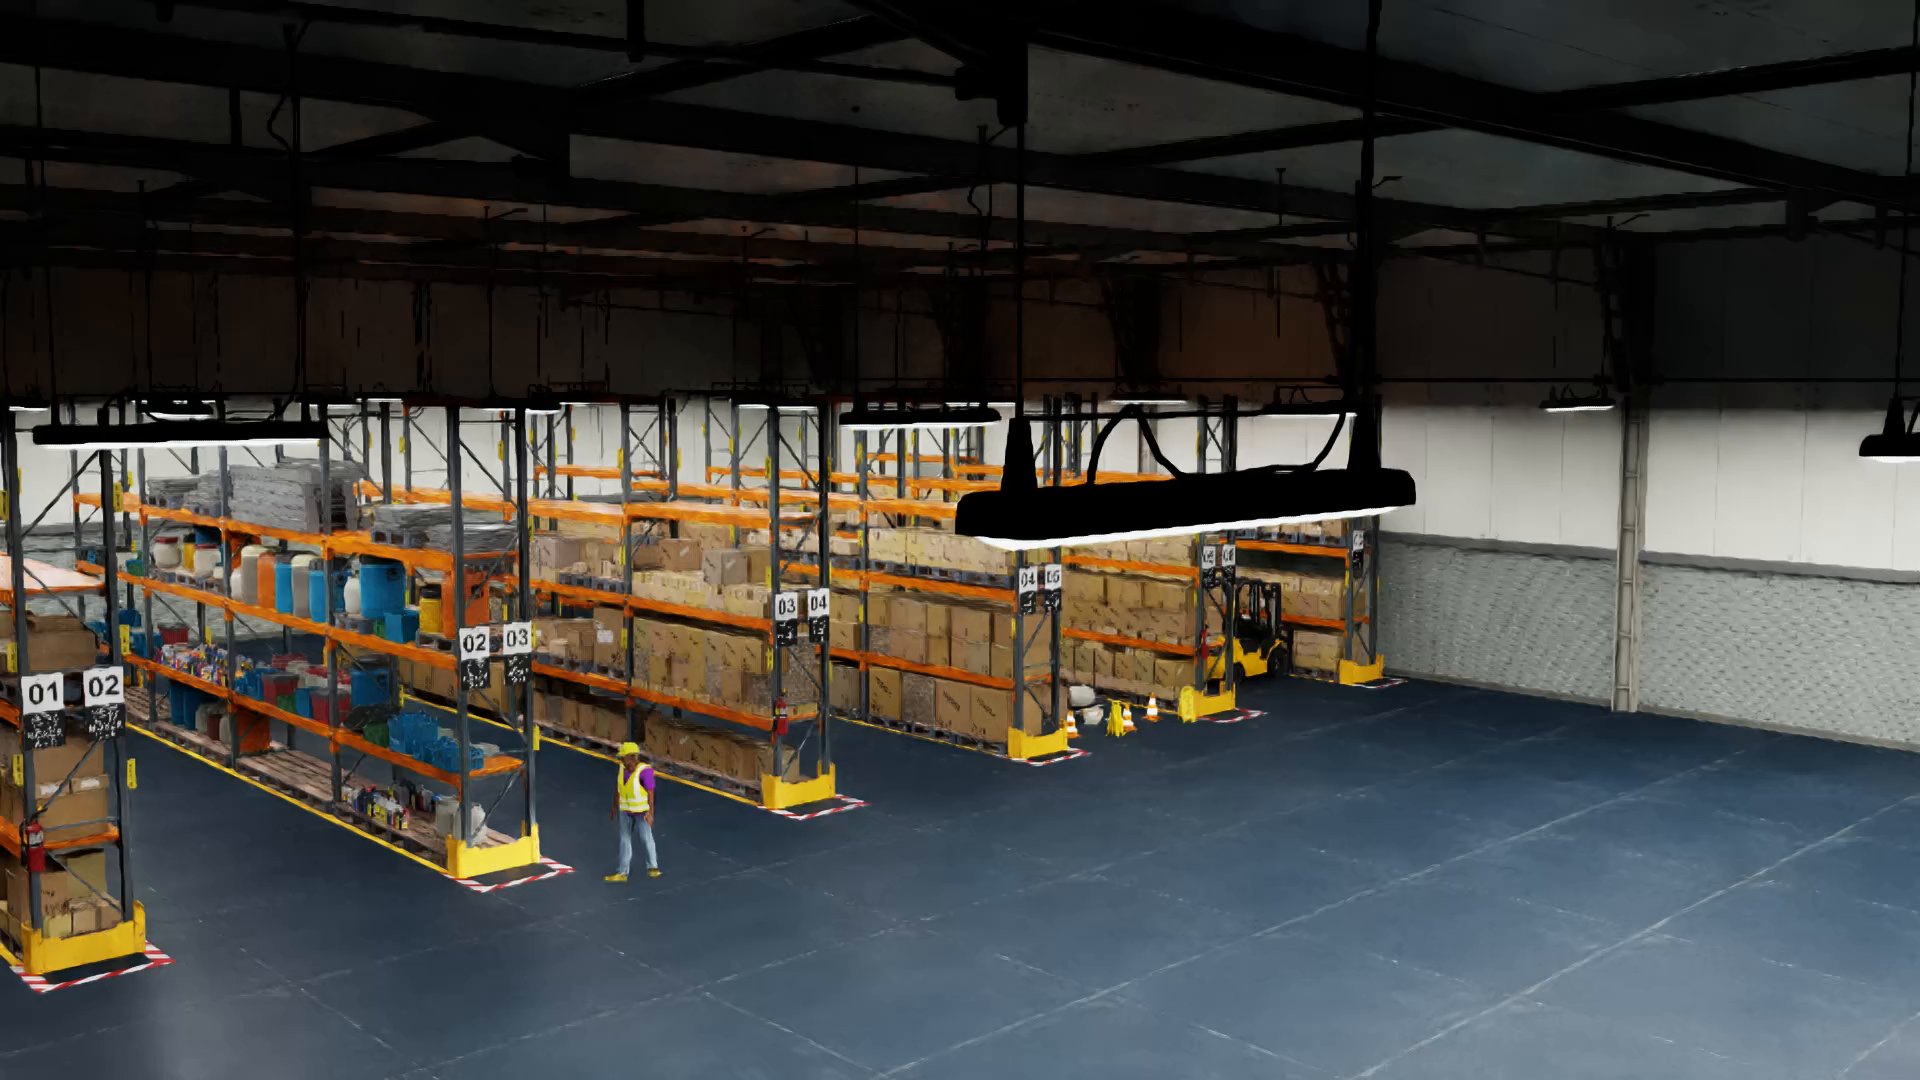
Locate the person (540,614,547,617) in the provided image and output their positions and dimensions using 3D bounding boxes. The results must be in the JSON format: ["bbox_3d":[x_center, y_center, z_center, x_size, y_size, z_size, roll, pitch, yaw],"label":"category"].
[{"bbox_3d":[-8.603,2.256,34.215,0.417,1.517,1.036,-5,7,-40],"label":"person"}]

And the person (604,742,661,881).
[{"bbox_3d":[-4.166,3.426,21.041,0.683,1.767,0.629,2,6,24],"label":"person"}]
